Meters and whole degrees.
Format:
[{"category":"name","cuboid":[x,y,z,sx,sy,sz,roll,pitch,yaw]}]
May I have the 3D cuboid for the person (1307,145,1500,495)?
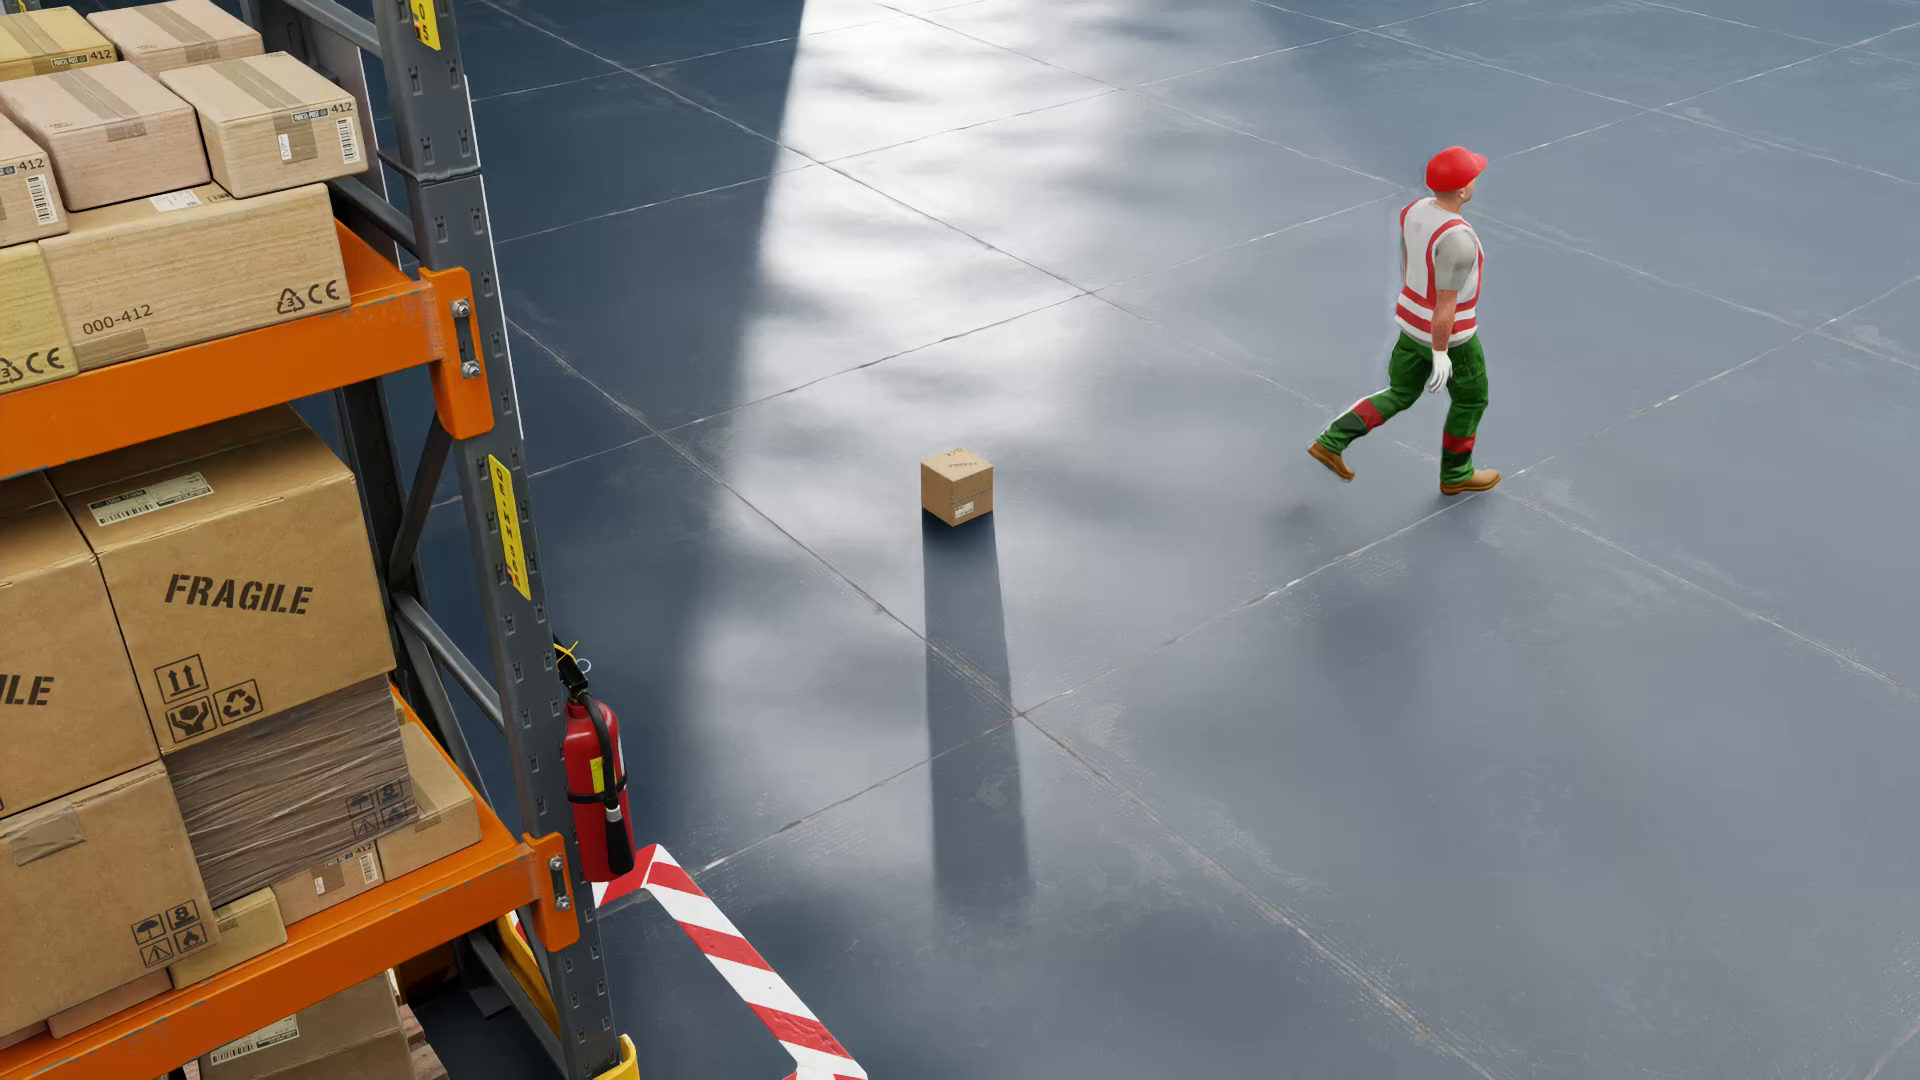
[{"category":"person","cuboid":[2.160,-0.981,7.690,0.957,1.750,0.579,-9,33,-14]}]
